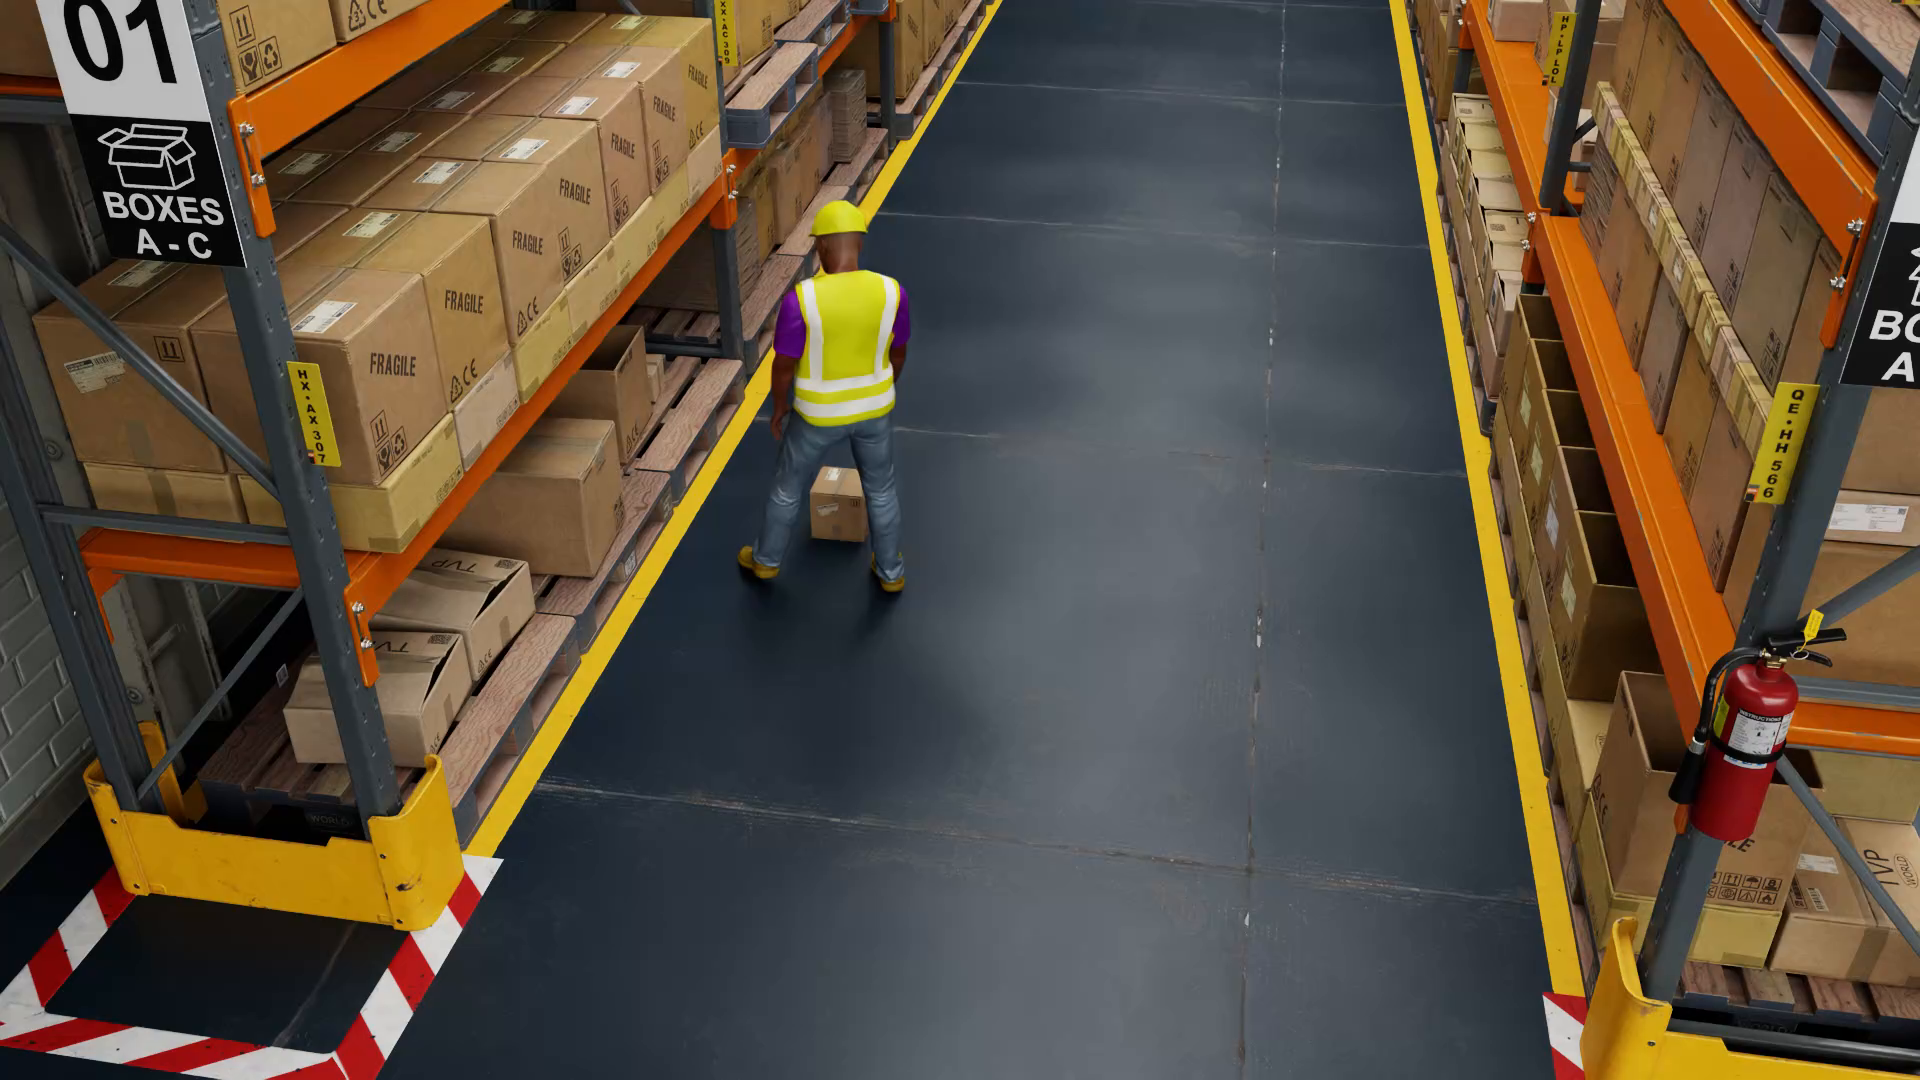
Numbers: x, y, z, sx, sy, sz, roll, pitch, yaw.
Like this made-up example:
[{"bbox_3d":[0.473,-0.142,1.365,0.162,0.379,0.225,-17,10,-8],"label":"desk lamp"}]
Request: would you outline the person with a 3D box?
[{"bbox_3d":[-0.593,-0.592,7.029,0.751,1.754,0.527,-9,33,-14],"label":"person"}]
